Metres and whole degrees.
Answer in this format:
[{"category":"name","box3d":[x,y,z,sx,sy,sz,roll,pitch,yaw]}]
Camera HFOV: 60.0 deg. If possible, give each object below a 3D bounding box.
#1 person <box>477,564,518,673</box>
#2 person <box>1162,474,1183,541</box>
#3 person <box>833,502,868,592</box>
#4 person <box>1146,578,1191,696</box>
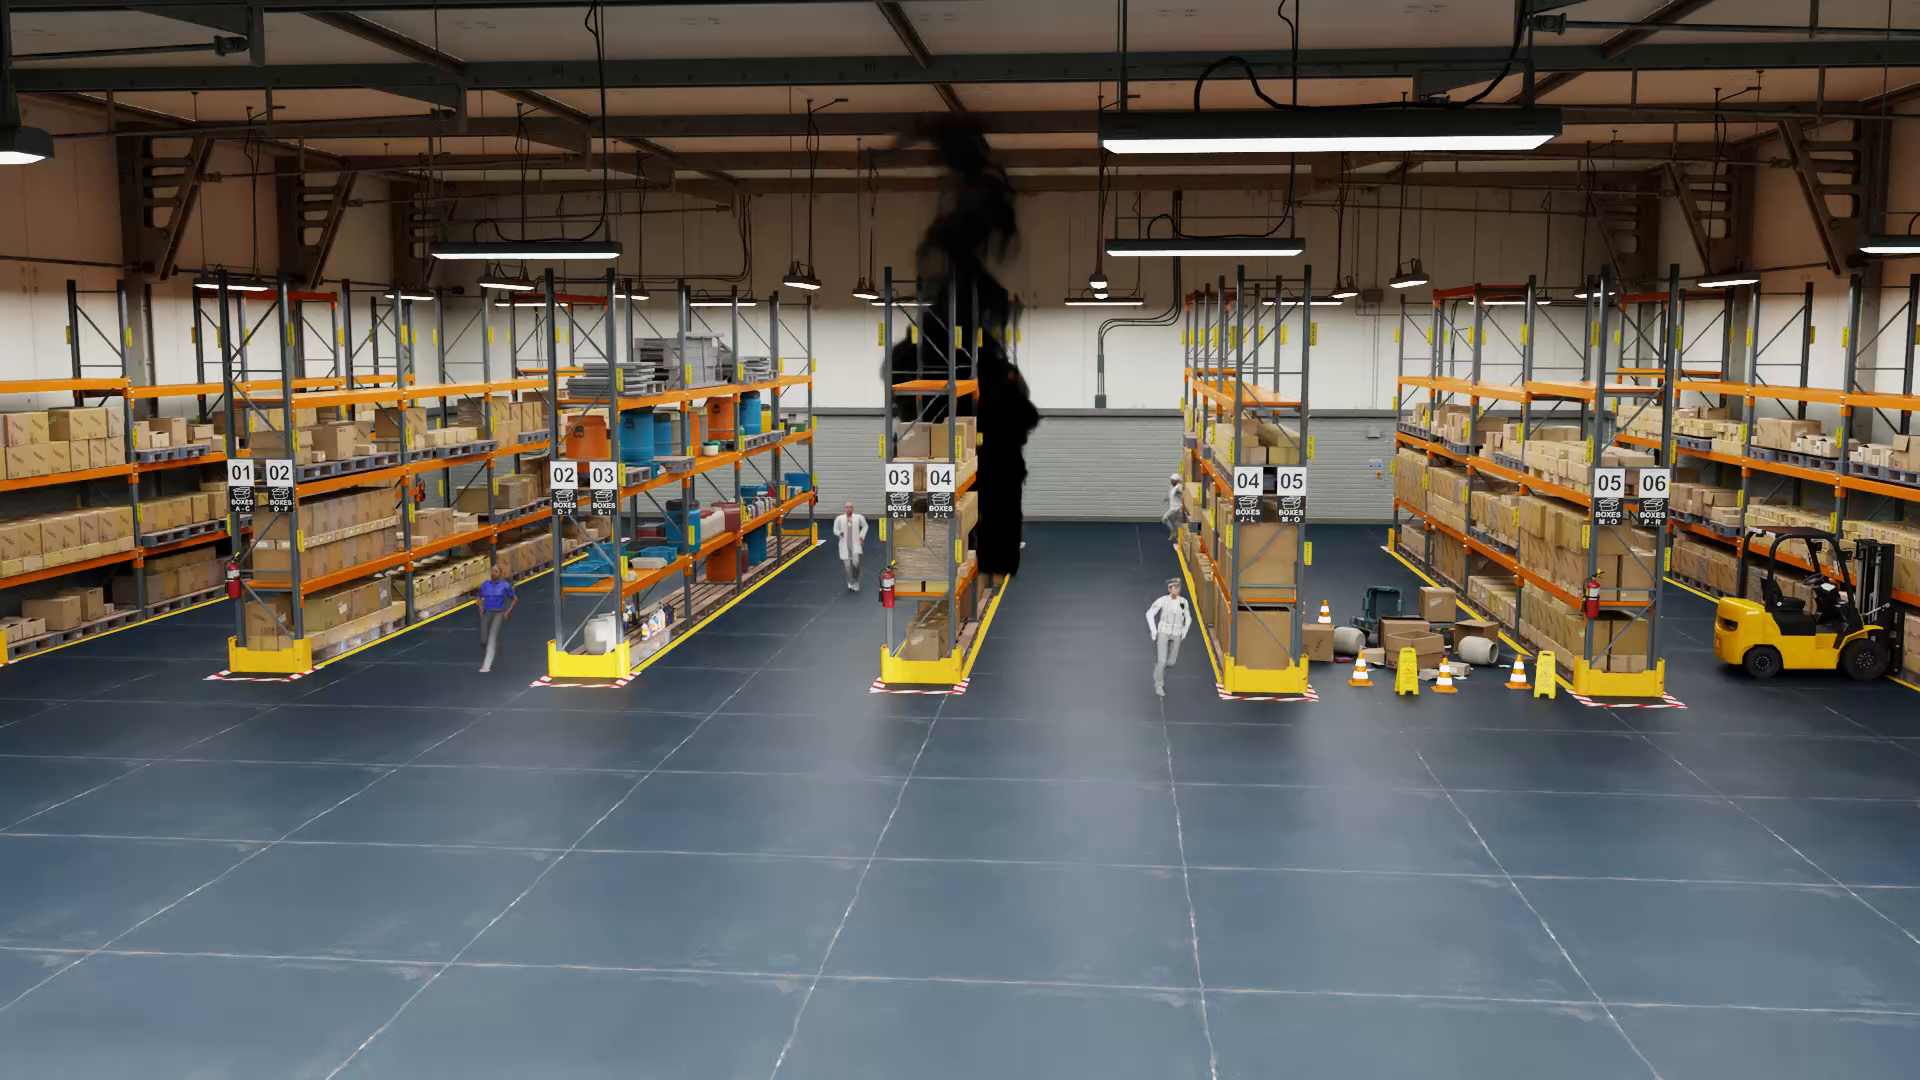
[{"category":"person","box3d":[-7.018,1.167,25.173,0.617,1.600,0.706,0,7,1]},{"category":"person","box3d":[5.293,-0.782,40.788,0.690,1.717,0.811,0,7,-1]},{"category":"person","box3d":[-2.169,0.145,32.883,0.681,1.796,0.775,0,7,0]},{"category":"person","box3d":[2.968,1.348,23.623,0.657,1.662,0.603,-1,7,-9]}]
